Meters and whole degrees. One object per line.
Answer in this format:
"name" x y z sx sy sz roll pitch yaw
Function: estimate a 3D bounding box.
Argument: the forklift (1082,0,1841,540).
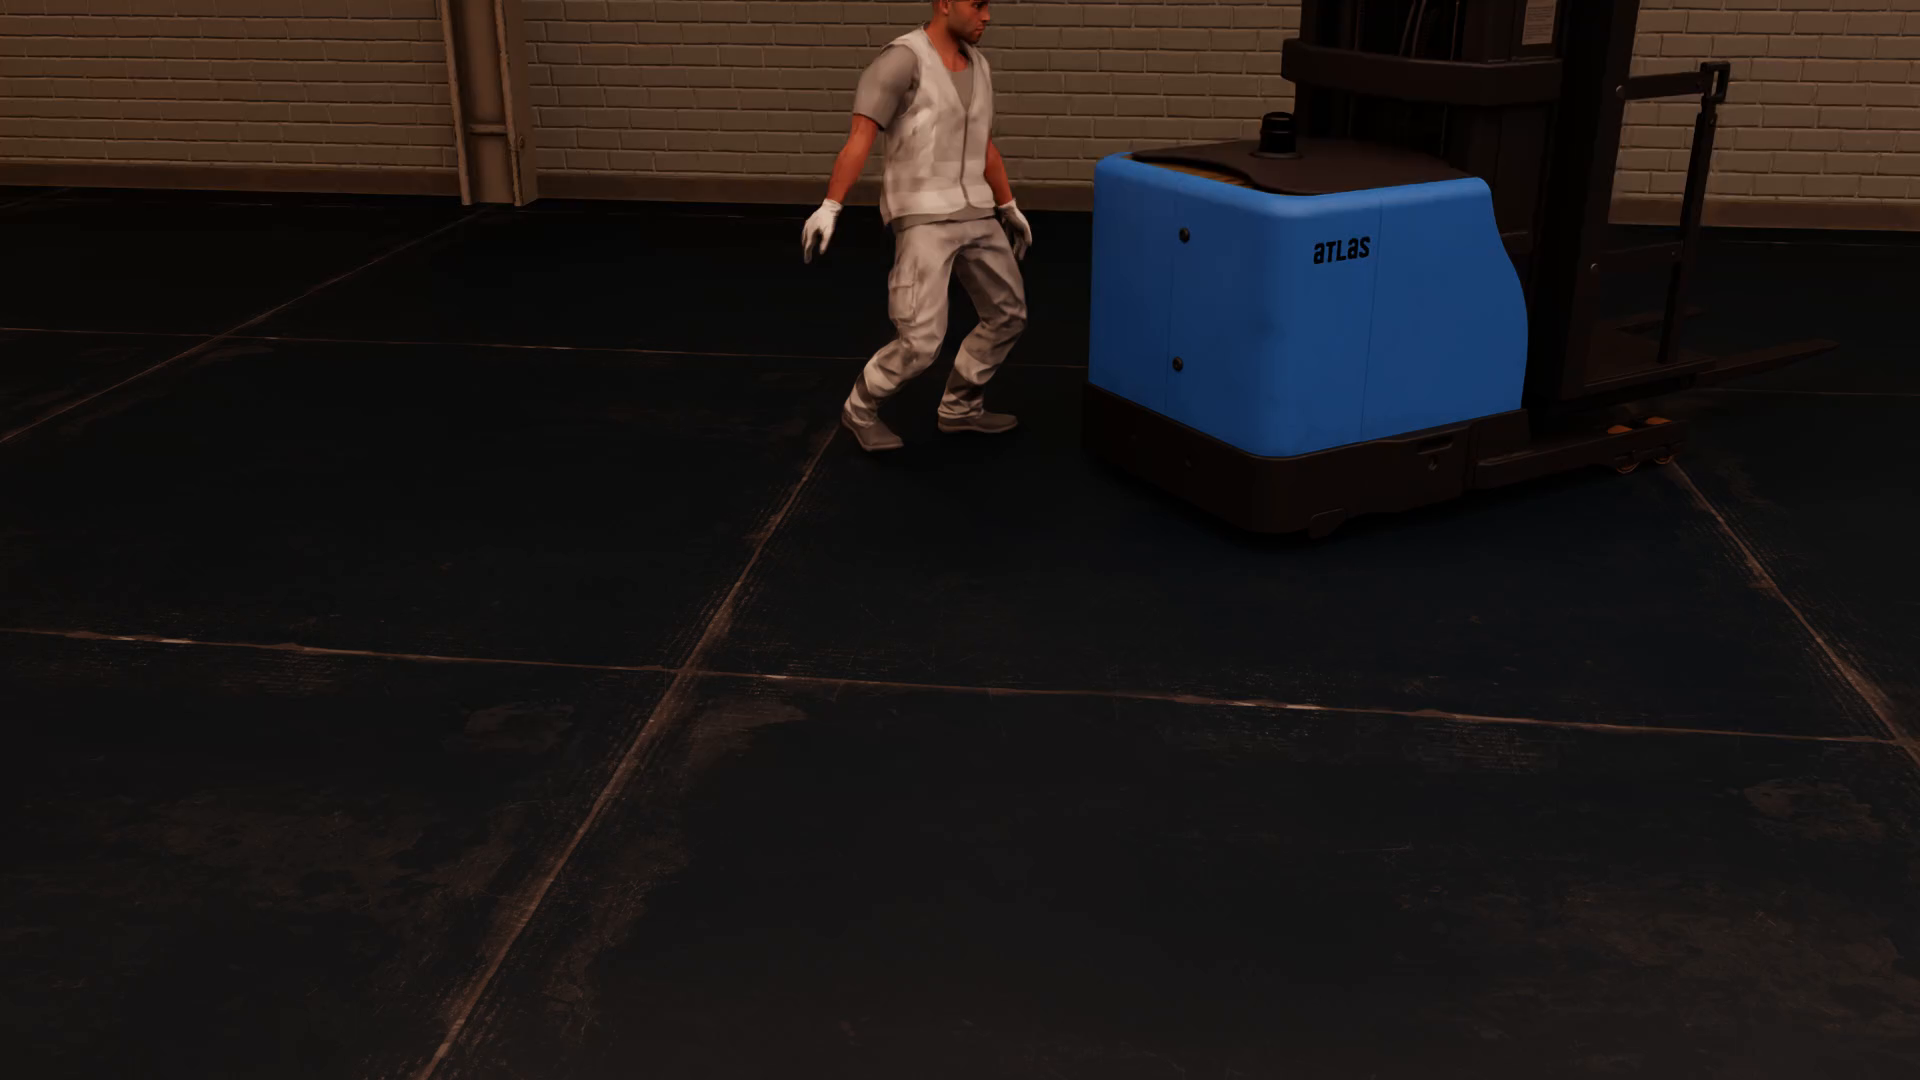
"forklift" 1.960 -1.746 5.590 3.031 2.935 1.130 -12 25 -28

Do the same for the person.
"person" -0.131 -1.105 5.656 0.911 1.697 0.484 -19 29 -39
